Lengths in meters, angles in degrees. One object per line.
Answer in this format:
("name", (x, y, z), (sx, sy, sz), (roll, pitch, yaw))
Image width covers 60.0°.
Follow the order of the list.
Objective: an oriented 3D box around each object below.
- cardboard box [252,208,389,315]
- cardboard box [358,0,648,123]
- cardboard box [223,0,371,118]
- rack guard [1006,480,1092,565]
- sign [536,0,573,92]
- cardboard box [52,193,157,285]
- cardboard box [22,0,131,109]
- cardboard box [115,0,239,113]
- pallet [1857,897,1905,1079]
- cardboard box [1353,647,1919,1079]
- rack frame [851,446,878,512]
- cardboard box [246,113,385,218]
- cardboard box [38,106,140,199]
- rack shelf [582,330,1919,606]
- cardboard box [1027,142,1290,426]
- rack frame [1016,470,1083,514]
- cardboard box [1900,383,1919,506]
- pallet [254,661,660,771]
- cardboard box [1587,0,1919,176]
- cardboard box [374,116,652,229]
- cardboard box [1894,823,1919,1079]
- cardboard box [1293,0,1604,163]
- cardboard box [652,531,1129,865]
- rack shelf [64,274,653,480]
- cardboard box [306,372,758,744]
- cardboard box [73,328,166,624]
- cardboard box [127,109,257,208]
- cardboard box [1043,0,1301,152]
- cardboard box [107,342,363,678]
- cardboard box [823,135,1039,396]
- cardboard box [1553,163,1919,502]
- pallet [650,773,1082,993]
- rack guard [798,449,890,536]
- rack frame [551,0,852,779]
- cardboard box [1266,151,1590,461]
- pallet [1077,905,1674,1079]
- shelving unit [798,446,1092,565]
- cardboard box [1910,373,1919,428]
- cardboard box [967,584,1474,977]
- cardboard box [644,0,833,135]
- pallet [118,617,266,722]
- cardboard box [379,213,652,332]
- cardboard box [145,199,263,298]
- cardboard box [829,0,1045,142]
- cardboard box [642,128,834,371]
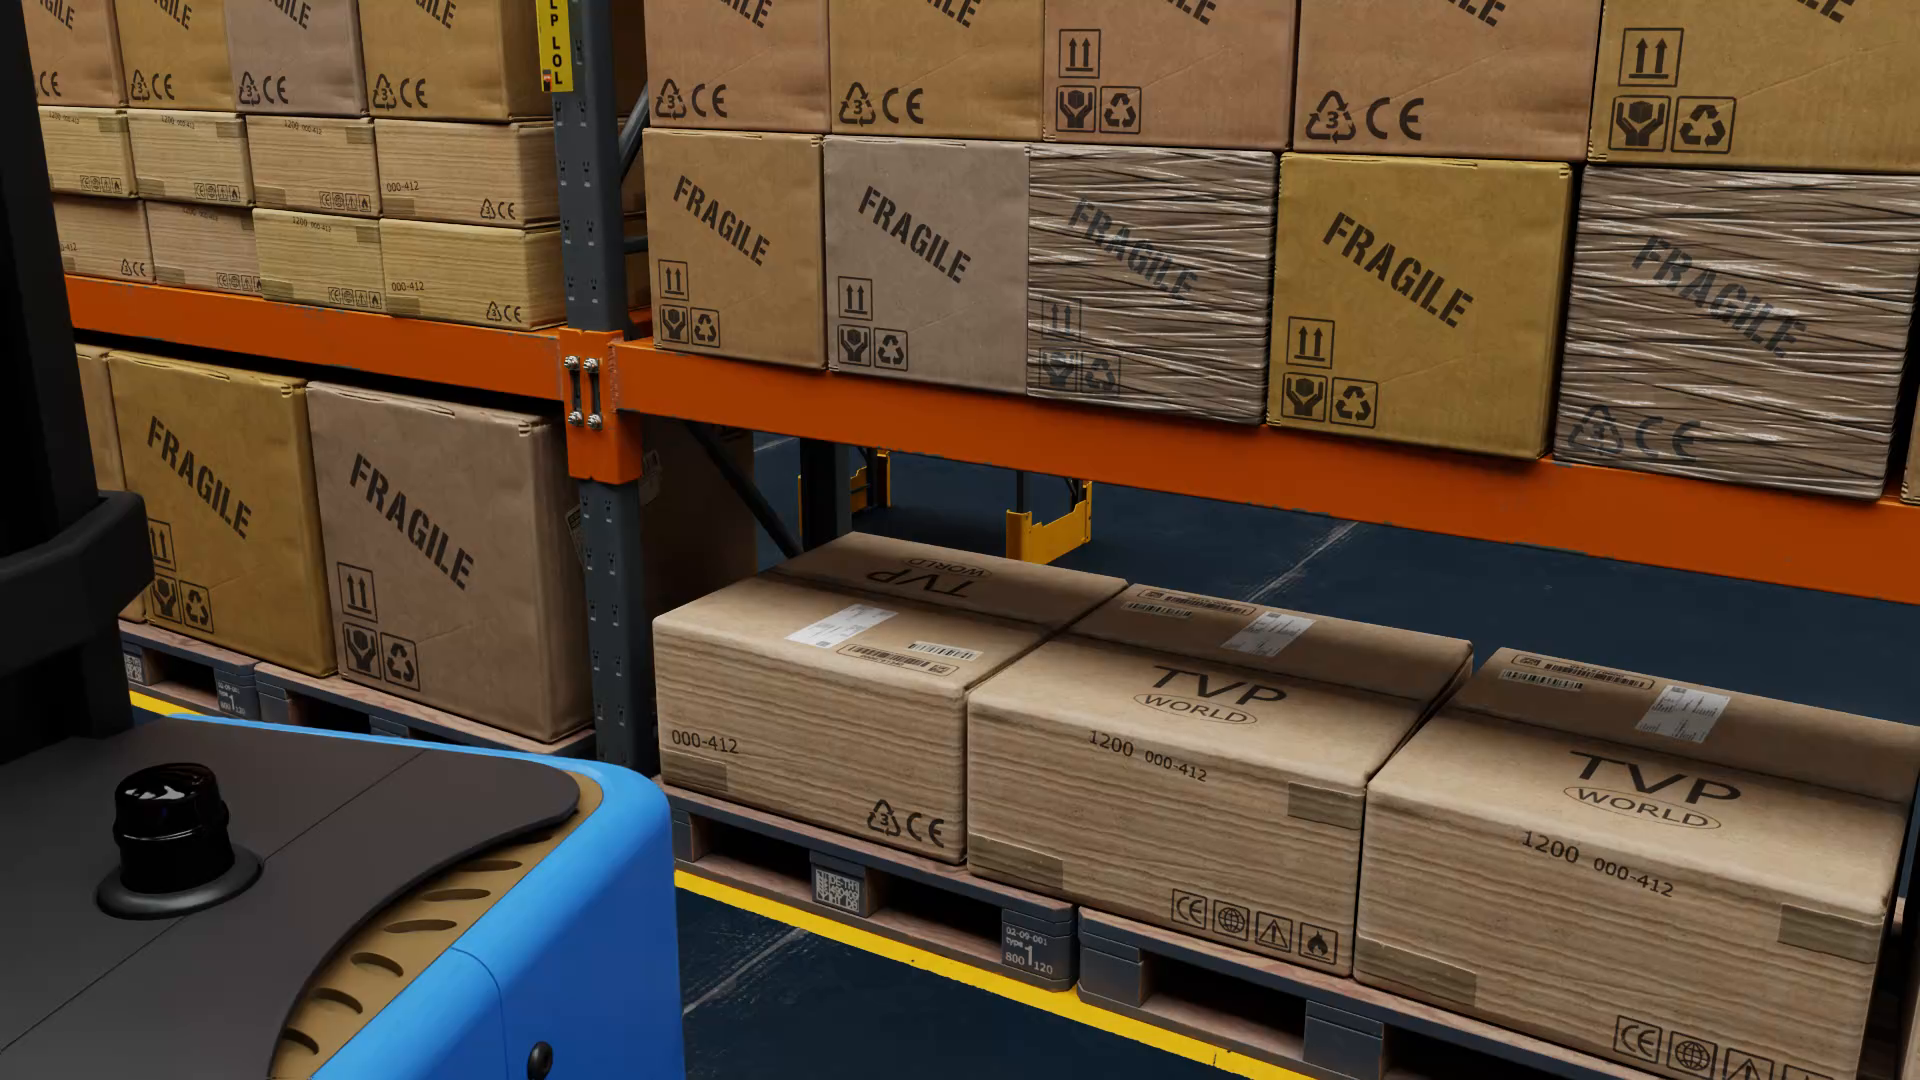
("cardboard box", (-1.582, -0.805, 4.628), (0.500, 0.250, 0.500), (10, 19, 29))
("cardboard box", (-1.146, -1.325, 4.190), (0.500, 0.500, 0.500), (11, 20, 32))
("cardboard box", (-1.591, -1.402, 4.443), (0.500, 0.500, 0.500), (11, 20, 31))
("rack guard", (0.359, -0.055, 6.634), (0.087, 0.250, 0.587), (10, 20, 30))
("sign", (-0.910, -1.173, 3.727), (0.005, 0.325, 0.100), (10, 20, 30))
("cardboard box", (-2.444, -0.964, 5.151), (0.500, 0.250, 0.500), (10, 20, 30))
("cardboard box", (-2.462, -1.559, 4.960), (0.500, 0.500, 0.500), (10, 20, 31))
("cardboard box", (-2.013, -1.484, 4.713), (0.500, 0.500, 0.500), (11, 20, 32))
("pallet", (2.052, 1.047, 3.070), (1.213, 0.211, 1.003), (10, 20, 30))
("cardboard box", (1.375, 0.628, 3.340), (0.875, 0.438, 0.875), (11, 20, 32))
("rack frame", (-0.506, -0.808, 6.961), (0.032, 1.500, 0.500), (10, 20, 30))
("cardboard box", (-1.567, -1.042, 4.547), (0.500, 0.250, 0.500), (11, 20, 31))
("cardboard box", (-2.457, -1.193, 5.044), (0.500, 0.250, 0.500), (11, 20, 31))
("rack shelf", (1.070, -0.145, 3.434), (4.000, 0.370, 1.077), (10, 20, 30))
("cardboard box", (0.476, -0.550, 3.359), (0.500, 0.500, 0.500), (10, 20, 30))
("rack frame", (0.360, -0.653, 6.451), (0.032, 1.500, 0.500), (10, 20, 30))
("cardboard box", (1.805, -0.320, 2.603), (0.500, 0.500, 0.500), (10, 19, 29))
("pallet", (-1.331, 0.442, 5.061), (1.213, 0.211, 1.003), (10, 20, 30))
("cardboard box", (1.358, -0.874, 2.704), (0.500, 0.500, 0.500), (10, 20, 30))
("cardboard box", (-1.137, -0.967, 4.303), (0.500, 0.250, 0.500), (10, 20, 30))
("cardboard box", (2.159, 0.765, 2.889), (0.875, 0.438, 0.875), (9, 19, 28))
("cardboard box", (0.931, -0.951, 2.957), (0.500, 0.500, 0.500), (10, 20, 30))
("cardboard box", (-0.156, 0.354, 4.241), (0.875, 0.438, 0.875), (10, 19, 29))
("rack shelf", (-2.339, -0.753, 5.437), (4.000, 0.370, 1.077), (10, 20, 30))
("cardboard box", (-1.205, -0.052, 4.824), (0.875, 0.875, 0.875), (11, 20, 32))
("cardboard box", (-2.740, -0.323, 5.718), (0.875, 0.875, 0.875), (10, 20, 31))
("cardboard box", (-2.012, -1.119, 4.802), (0.500, 0.250, 0.500), (11, 20, 31))
("cardboard box", (0.502, -1.028, 3.212), (0.500, 0.500, 0.500), (11, 20, 31))
("cardboard box", (-1.978, -0.187, 5.270), (0.875, 0.875, 0.875), (11, 20, 32))
("cardboard box", (0.055, -0.627, 3.613), (0.500, 0.500, 0.500), (10, 20, 30))
("cardboard box", (1.361, -0.396, 2.853), (0.500, 0.500, 0.500), (11, 20, 32))
("pallet", (-0.027, 0.676, 4.292), (1.213, 0.211, 1.003), (10, 20, 30))
("rack guard", (-0.489, -0.207, 7.132), (0.087, 0.250, 0.587), (10, 20, 30))
("rack frame", (-0.634, -0.793, 4.331), (0.127, 3.000, 1.000), (10, 20, 30))
("cardboard box", (0.915, -0.472, 3.101), (0.500, 0.500, 0.500), (11, 20, 32))
("pallet", (1.016, 0.862, 3.682), (1.213, 0.211, 1.003), (10, 20, 30))
("shelving unit", (-0.065, -0.729, 6.701), (1.083, 1.500, 0.587), (10, 20, 30))
("cardboard box", (1.646, -0.528, 3.288), (0.500, 0.500, 0.500), (10, 20, 30))
("cardboard box", (0.608, 0.490, 3.793), (0.875, 0.438, 0.875), (9, 19, 28))
("cardboard box", (-0.355, -1.187, 3.735), (0.500, 0.500, 0.500), (10, 20, 30))
("pallet", (-2.375, 0.257, 5.672), (1.213, 0.211, 1.003), (10, 20, 30))
("cardboard box", (-1.149, -0.727, 4.372), (0.500, 0.250, 0.500), (10, 19, 29))
("cardboard box", (-2.002, -0.886, 4.896), (0.500, 0.250, 0.500), (10, 19, 29))
("cardboard box", (0.072, -1.109, 3.477), (0.500, 0.500, 0.500), (10, 19, 29))
("cardboard box", (-0.372, -0.705, 3.868), (0.500, 0.500, 0.500), (11, 20, 32))
